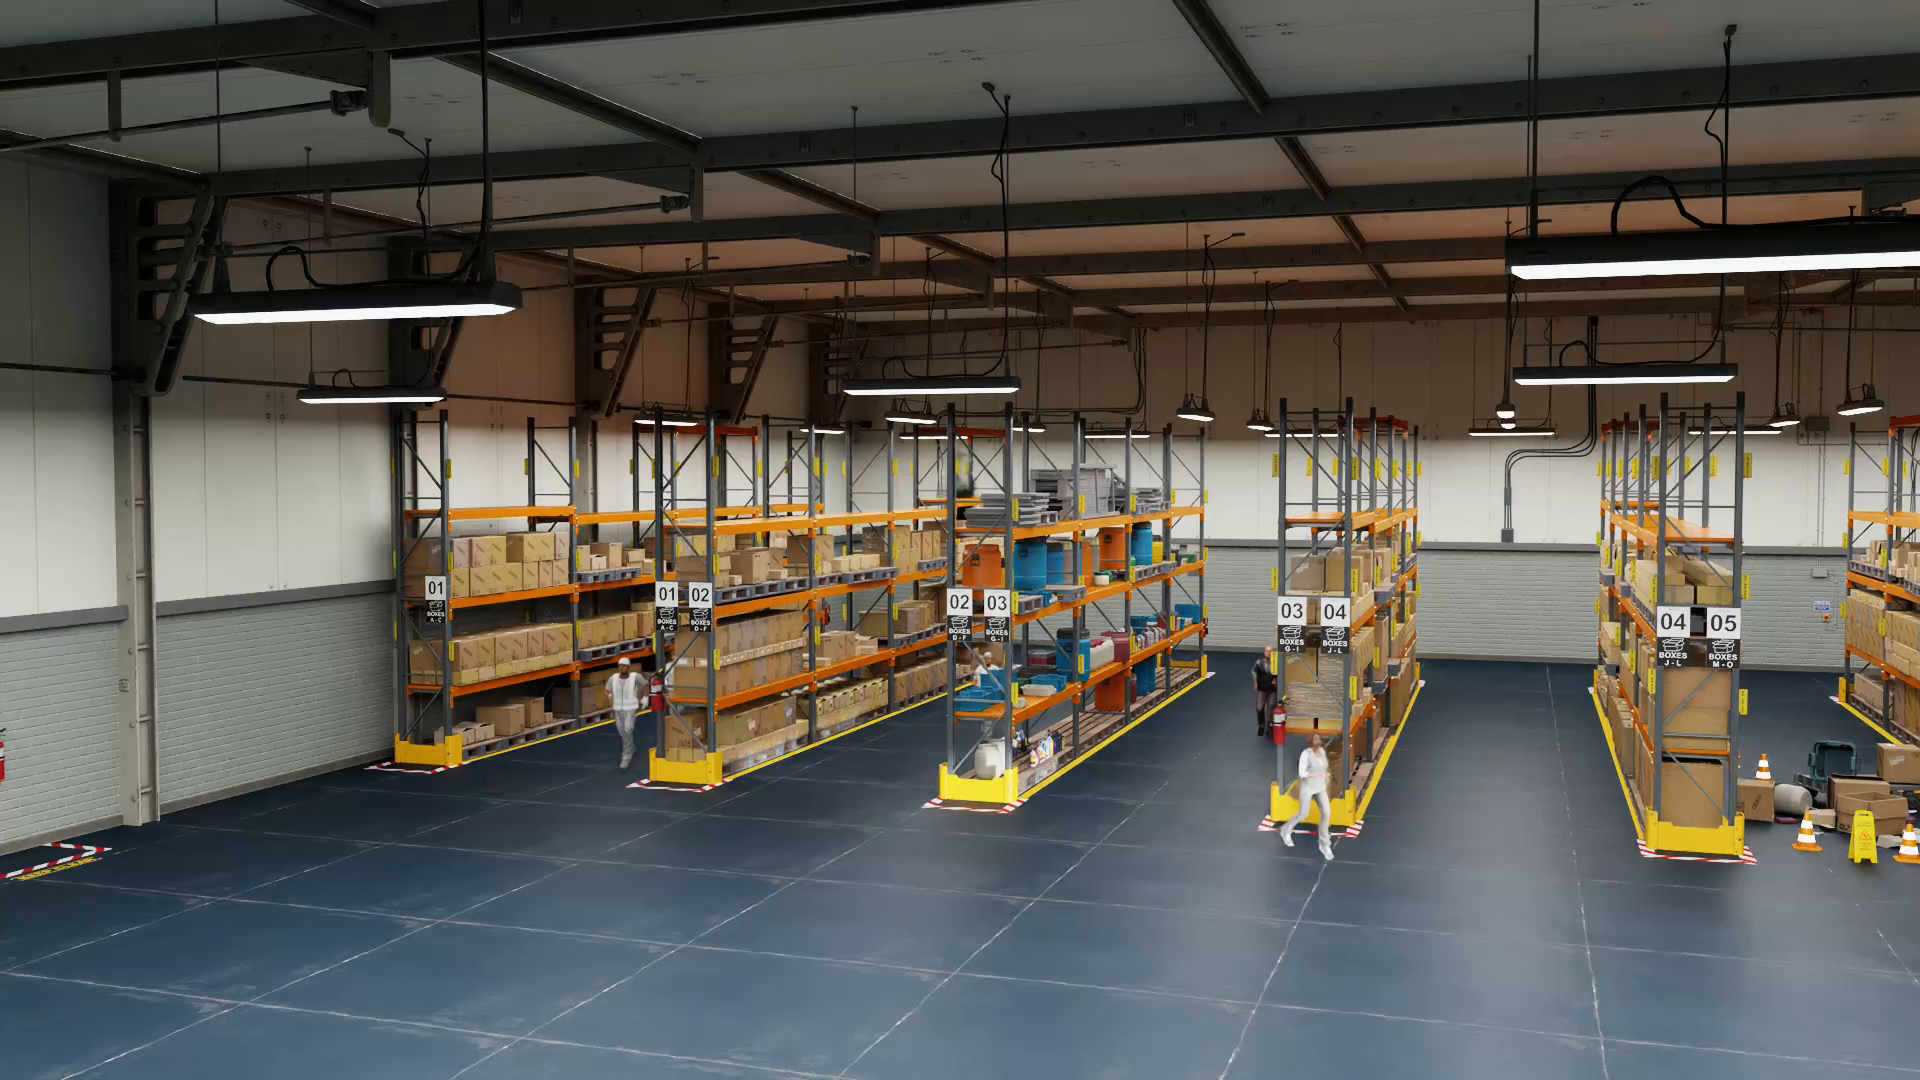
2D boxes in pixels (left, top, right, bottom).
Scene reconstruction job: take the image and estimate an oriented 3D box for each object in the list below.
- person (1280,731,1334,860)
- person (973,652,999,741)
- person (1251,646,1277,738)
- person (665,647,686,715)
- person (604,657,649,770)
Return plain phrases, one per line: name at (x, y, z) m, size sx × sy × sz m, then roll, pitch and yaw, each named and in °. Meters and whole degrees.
person at (4.546, 3.275, 21.594) m, size 0.548 × 1.625 × 0.851 m, roll -1°, pitch 3°, yaw -27°
person at (0.521, 2.875, 30.712) m, size 0.596 × 1.622 × 0.544 m, roll 1°, pitch 3°, yaw 13°
person at (5.703, 2.829, 30.850) m, size 0.634 × 1.709 × 0.688 m, roll 1°, pitch 3°, yaw 14°
person at (-5.315, 2.832, 31.140) m, size 0.667 × 1.667 × 0.526 m, roll 0°, pitch 2°, yaw 11°
person at (-5.646, 2.889, 28.071) m, size 0.696 × 1.827 × 0.871 m, roll 0°, pitch 2°, yaw 11°
